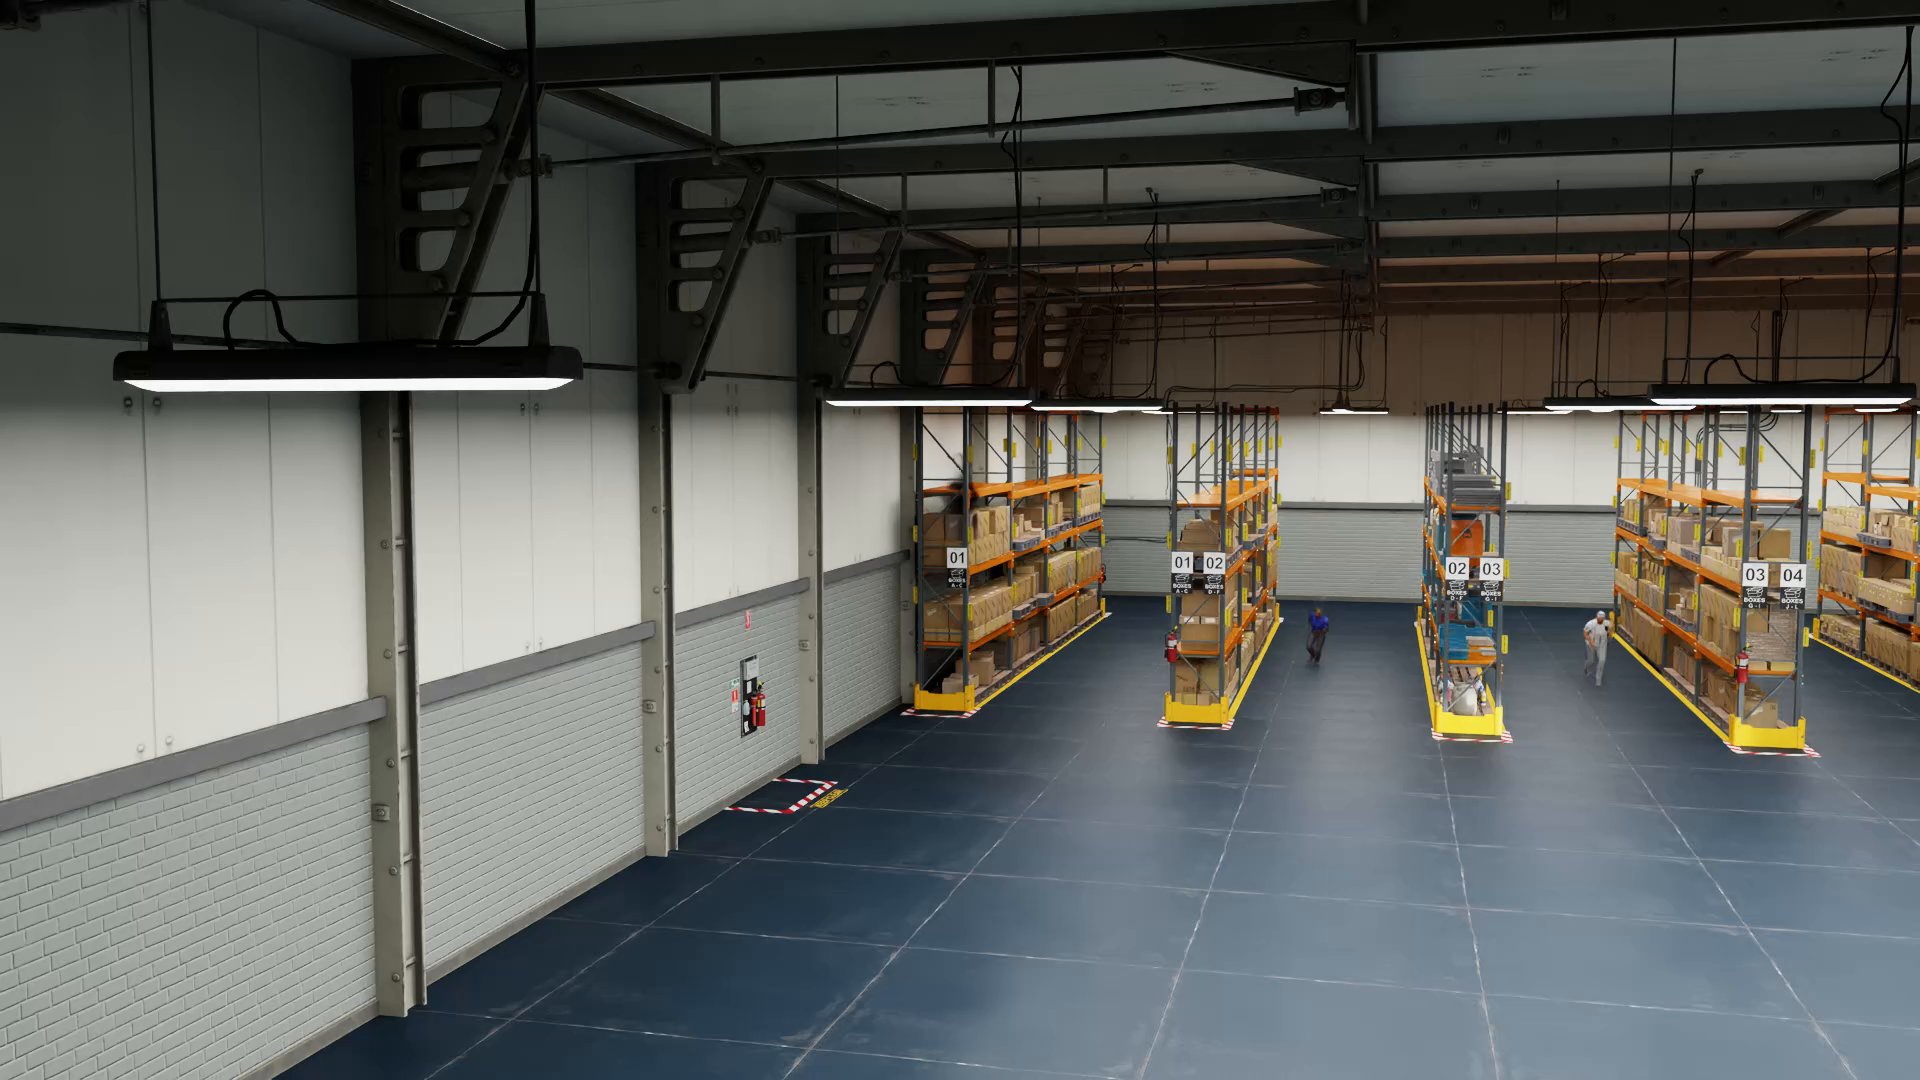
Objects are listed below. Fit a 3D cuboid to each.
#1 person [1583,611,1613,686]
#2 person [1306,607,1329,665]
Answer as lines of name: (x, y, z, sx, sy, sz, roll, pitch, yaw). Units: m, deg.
person: (13.734, 2.302, 35.894, 0.629, 1.629, 1.000, 0, 4, 0)
person: (8.162, 2.203, 37.993, 0.595, 1.413, 0.955, 2, 5, 24)
